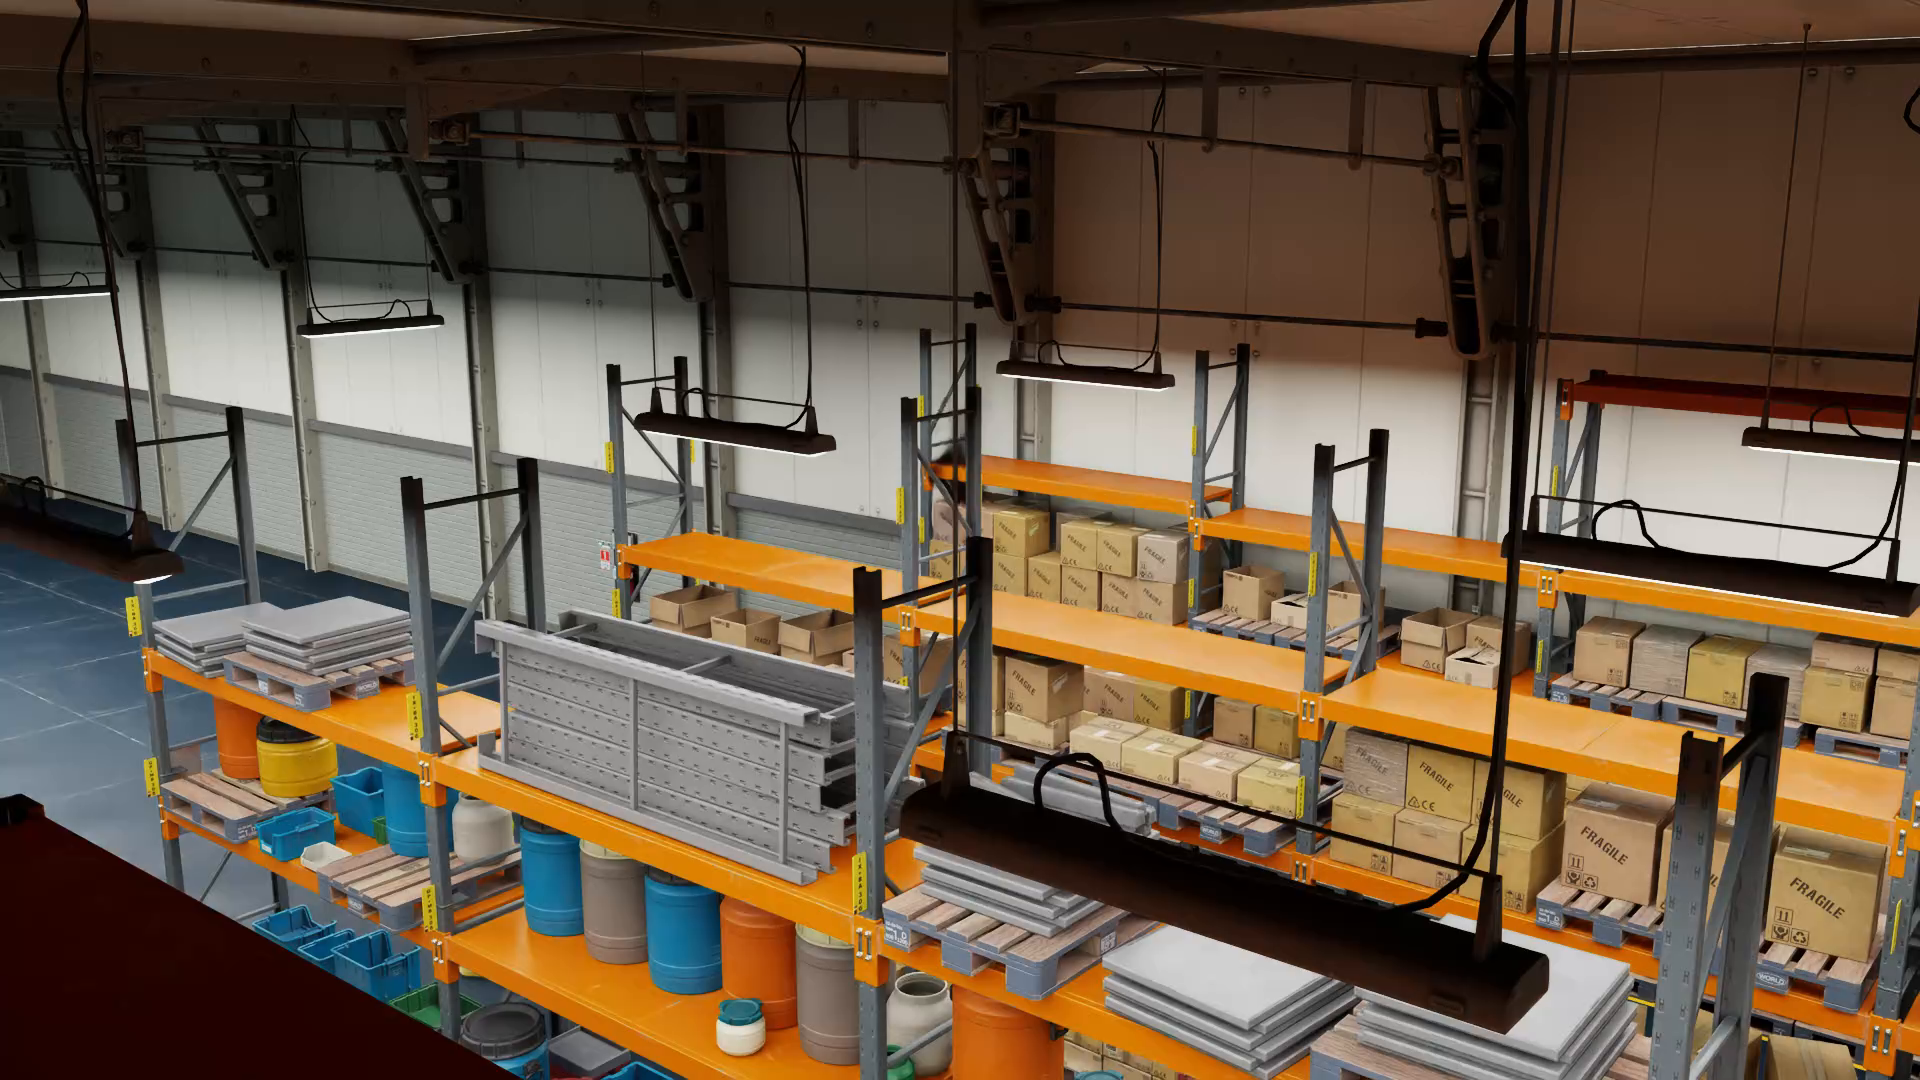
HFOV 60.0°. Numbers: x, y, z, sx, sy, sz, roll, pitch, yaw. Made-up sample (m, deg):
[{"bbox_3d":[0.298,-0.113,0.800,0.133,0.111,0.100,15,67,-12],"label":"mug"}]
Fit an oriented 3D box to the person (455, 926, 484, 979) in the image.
[{"bbox_3d":[-4.927,3.609,16.426,0.561,1.712,0.743,1,13,3],"label":"person"}]
